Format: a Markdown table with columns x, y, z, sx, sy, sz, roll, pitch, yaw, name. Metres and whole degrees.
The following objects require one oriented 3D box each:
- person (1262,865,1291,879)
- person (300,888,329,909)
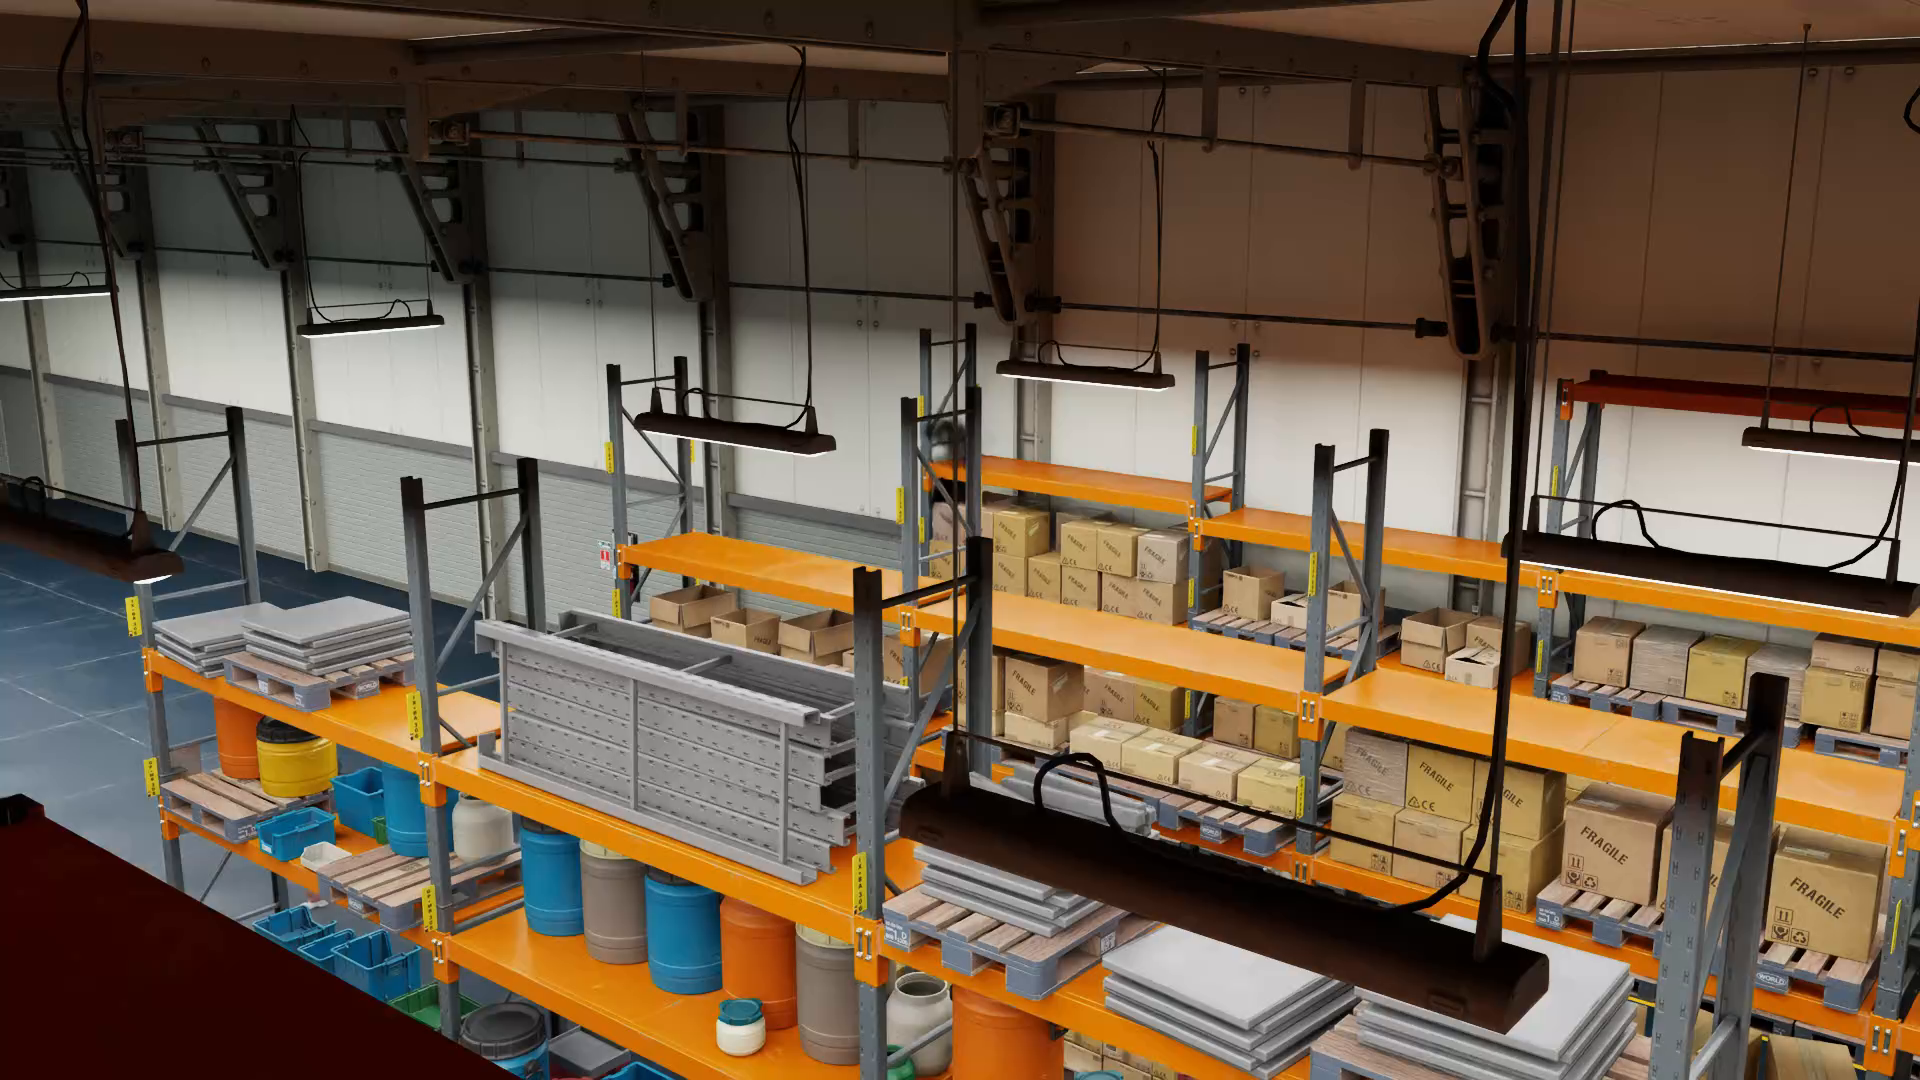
| x | y | z | sx | sy | sz | roll | pitch | yaw | name |
| --- | --- | --- | --- | --- | --- | --- | --- | --- | --- |
| 3.196 | 3.594 | 16.386 | 0.666 | 1.763 | 0.707 | 7 | 14 | 28 | person |
| -7.050 | 3.252 | 18.199 | 0.551 | 1.636 | 0.579 | -5 | 13 | -20 | person |
